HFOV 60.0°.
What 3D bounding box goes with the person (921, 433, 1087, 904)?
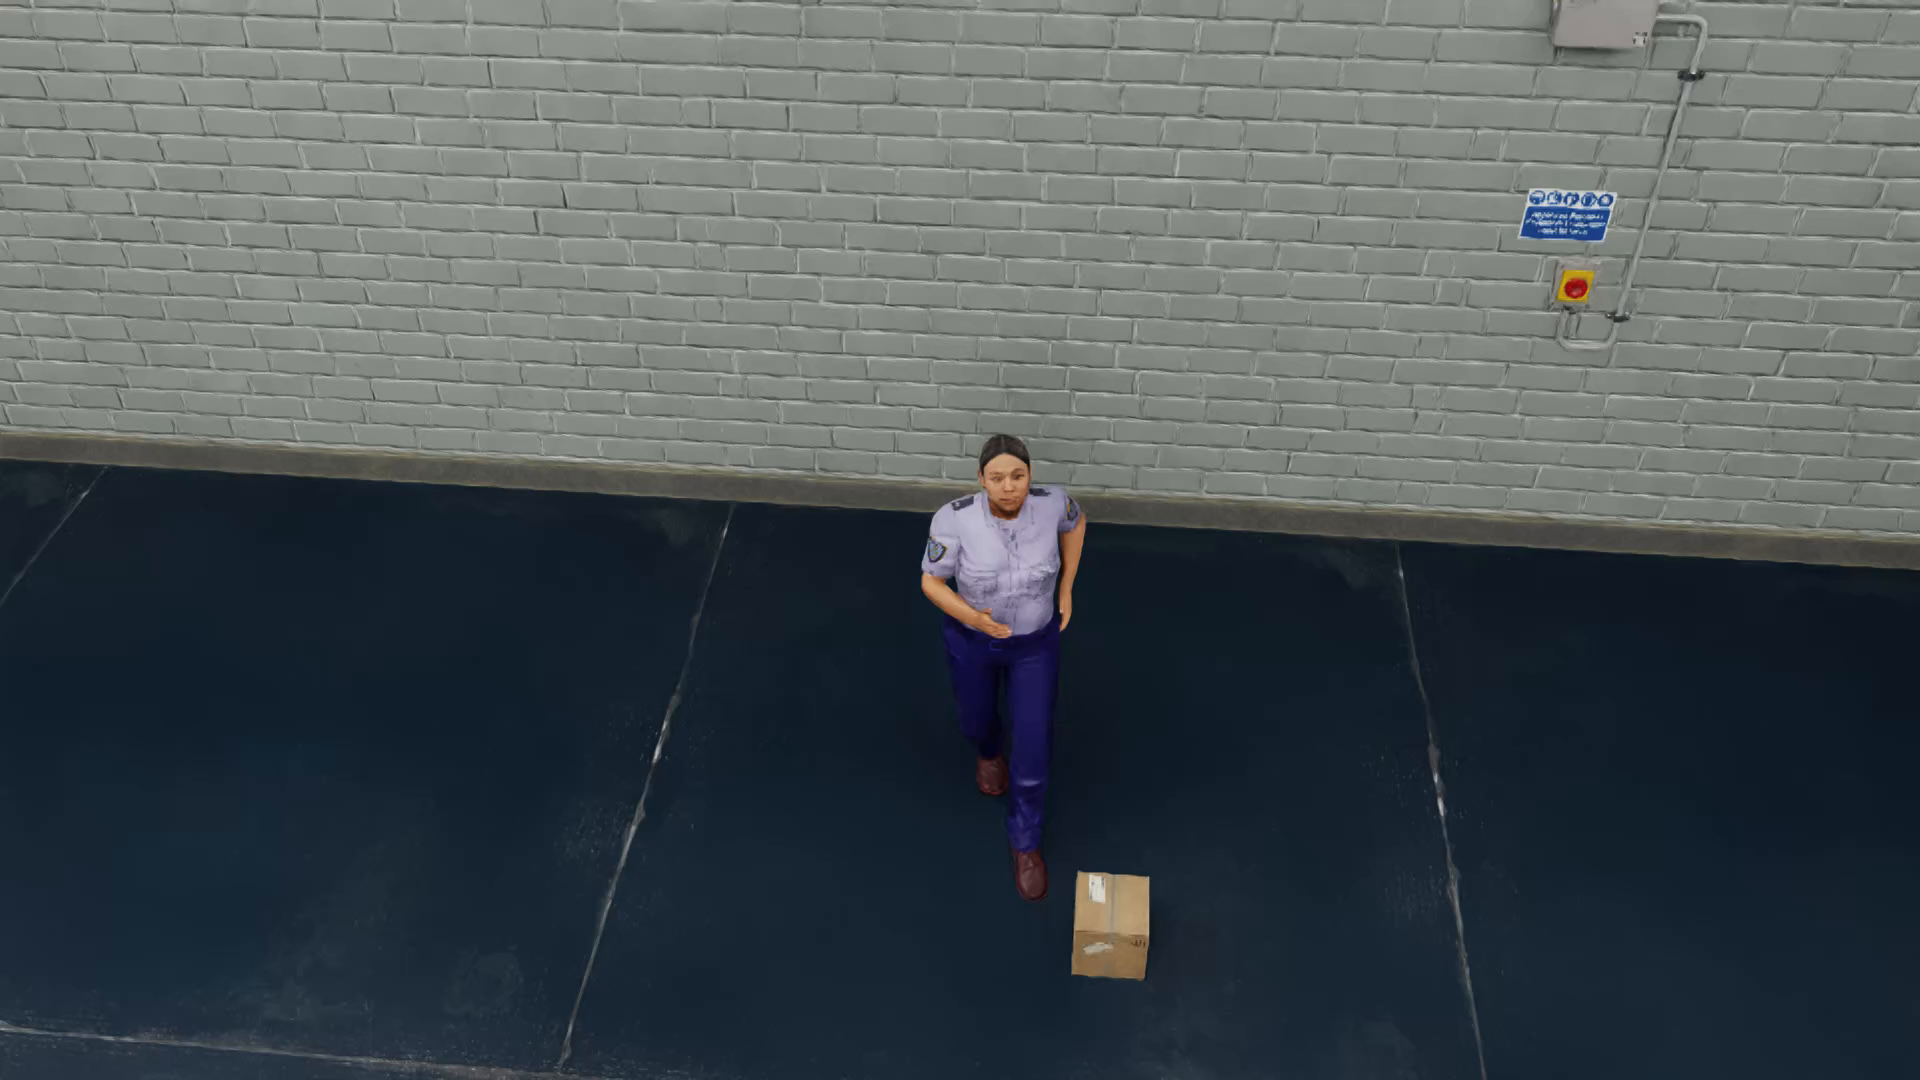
[{"bbox_3d":[0.151,0.418,5.697,0.566,1.620,0.804,0,40,0],"label":"person"}]
